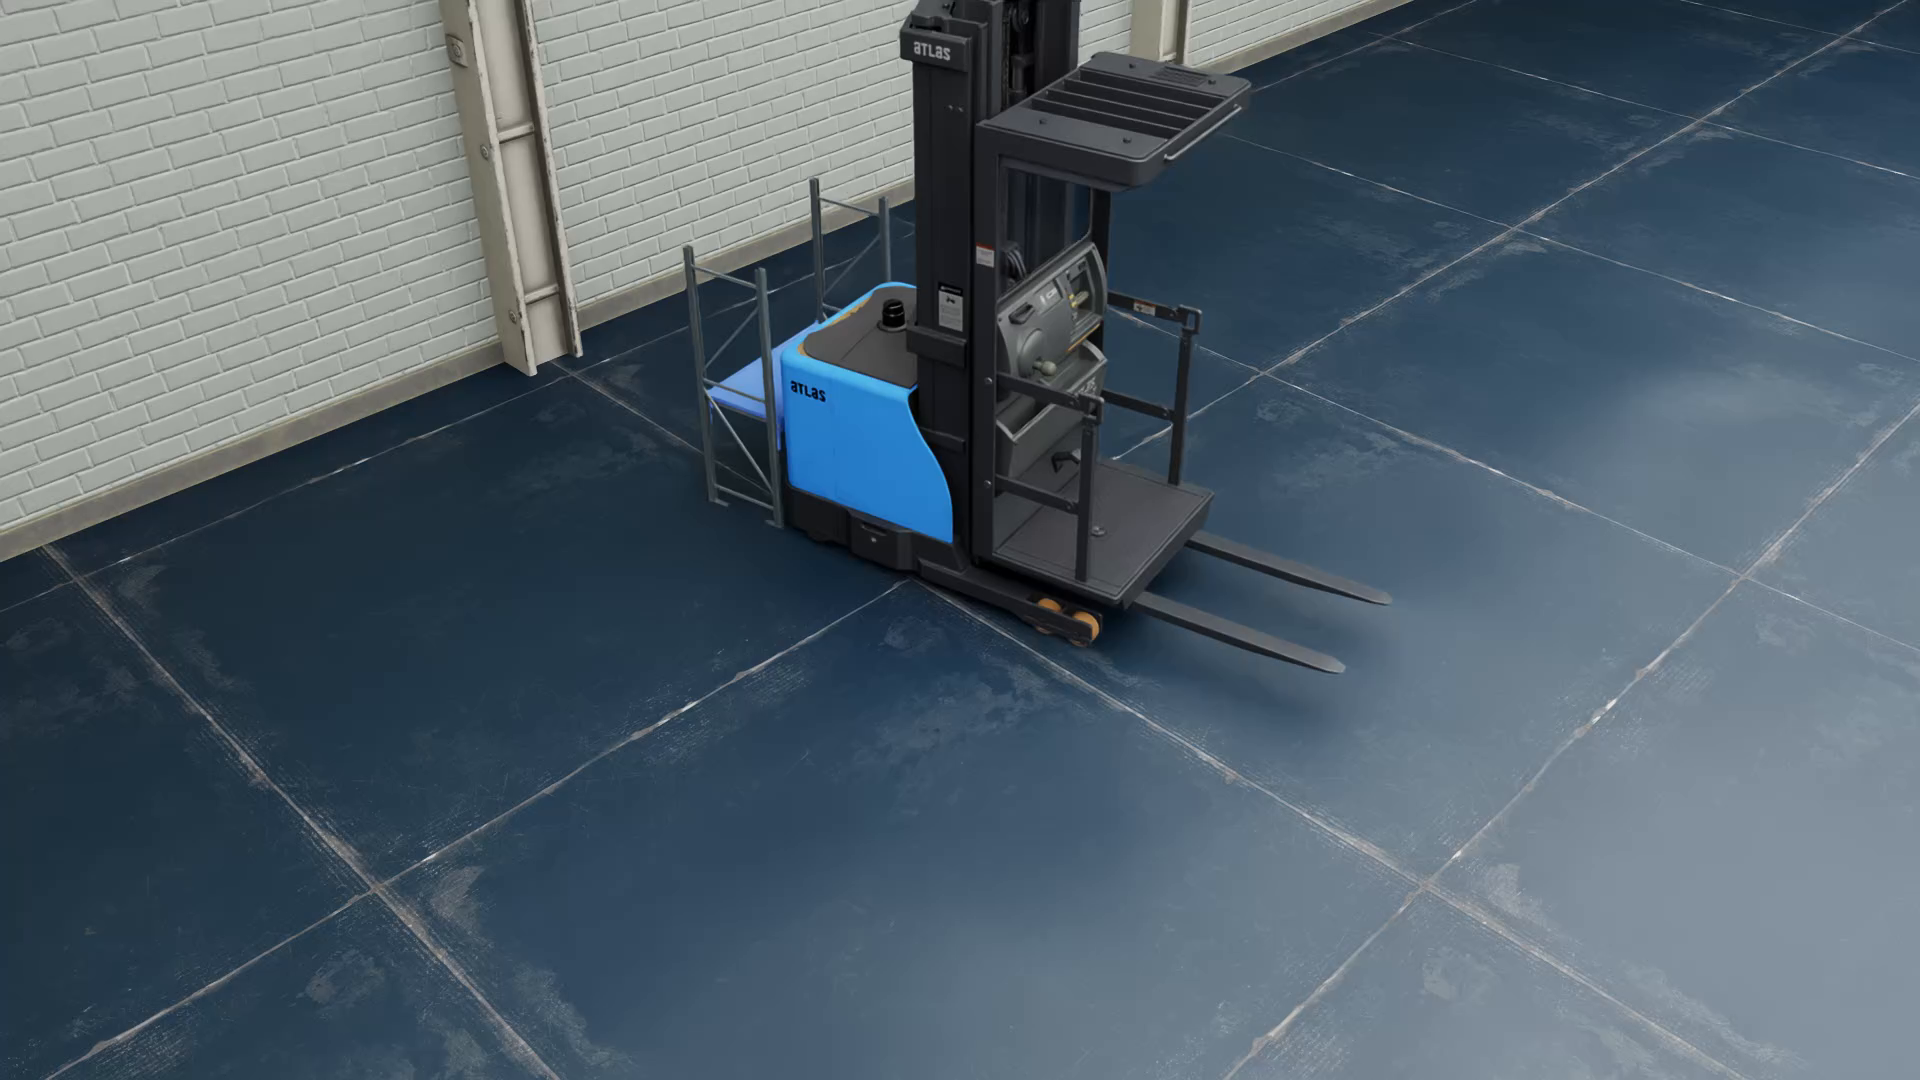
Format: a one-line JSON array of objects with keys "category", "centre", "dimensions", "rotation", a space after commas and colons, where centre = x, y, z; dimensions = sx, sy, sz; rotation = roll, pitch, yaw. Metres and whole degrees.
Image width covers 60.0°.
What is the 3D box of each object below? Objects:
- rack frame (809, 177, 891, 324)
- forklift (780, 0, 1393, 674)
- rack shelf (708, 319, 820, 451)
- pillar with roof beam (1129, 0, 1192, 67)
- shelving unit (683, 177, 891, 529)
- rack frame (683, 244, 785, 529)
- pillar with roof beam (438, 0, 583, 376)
[{"category": "rack frame", "centre": [-0.589, -1.243, 9.212], "dimensions": [0.500, 1.500, 0.032], "rotation": [21, 40, 27]}, {"category": "forklift", "centre": [0.612, -1.038, 7.667], "dimensions": [3.031, 2.935, 1.130], "rotation": [20, 39, 26]}, {"category": "rack shelf", "centre": [-0.869, -0.853, 8.967], "dimensions": [0.538, 0.185, 1.000], "rotation": [21, 40, 27]}, {"category": "pillar with roof beam", "centre": [4.680, -5.534, 8.809], "dimensions": [9.100, 9.000, 0.400], "rotation": [30, 45, 35]}, {"category": "shelving unit", "centre": [-0.869, -1.001, 8.865], "dimensions": [0.538, 1.500, 1.048], "rotation": [21, 40, 27]}, {"category": "rack frame", "centre": [-1.150, -0.758, 8.517], "dimensions": [0.500, 1.500, 0.032], "rotation": [21, 40, 27]}, {"category": "pillar with roof beam", "centre": [0.453, -3.098, 5.316], "dimensions": [9.100, 9.000, 0.400], "rotation": [30, 45, 35]}]
